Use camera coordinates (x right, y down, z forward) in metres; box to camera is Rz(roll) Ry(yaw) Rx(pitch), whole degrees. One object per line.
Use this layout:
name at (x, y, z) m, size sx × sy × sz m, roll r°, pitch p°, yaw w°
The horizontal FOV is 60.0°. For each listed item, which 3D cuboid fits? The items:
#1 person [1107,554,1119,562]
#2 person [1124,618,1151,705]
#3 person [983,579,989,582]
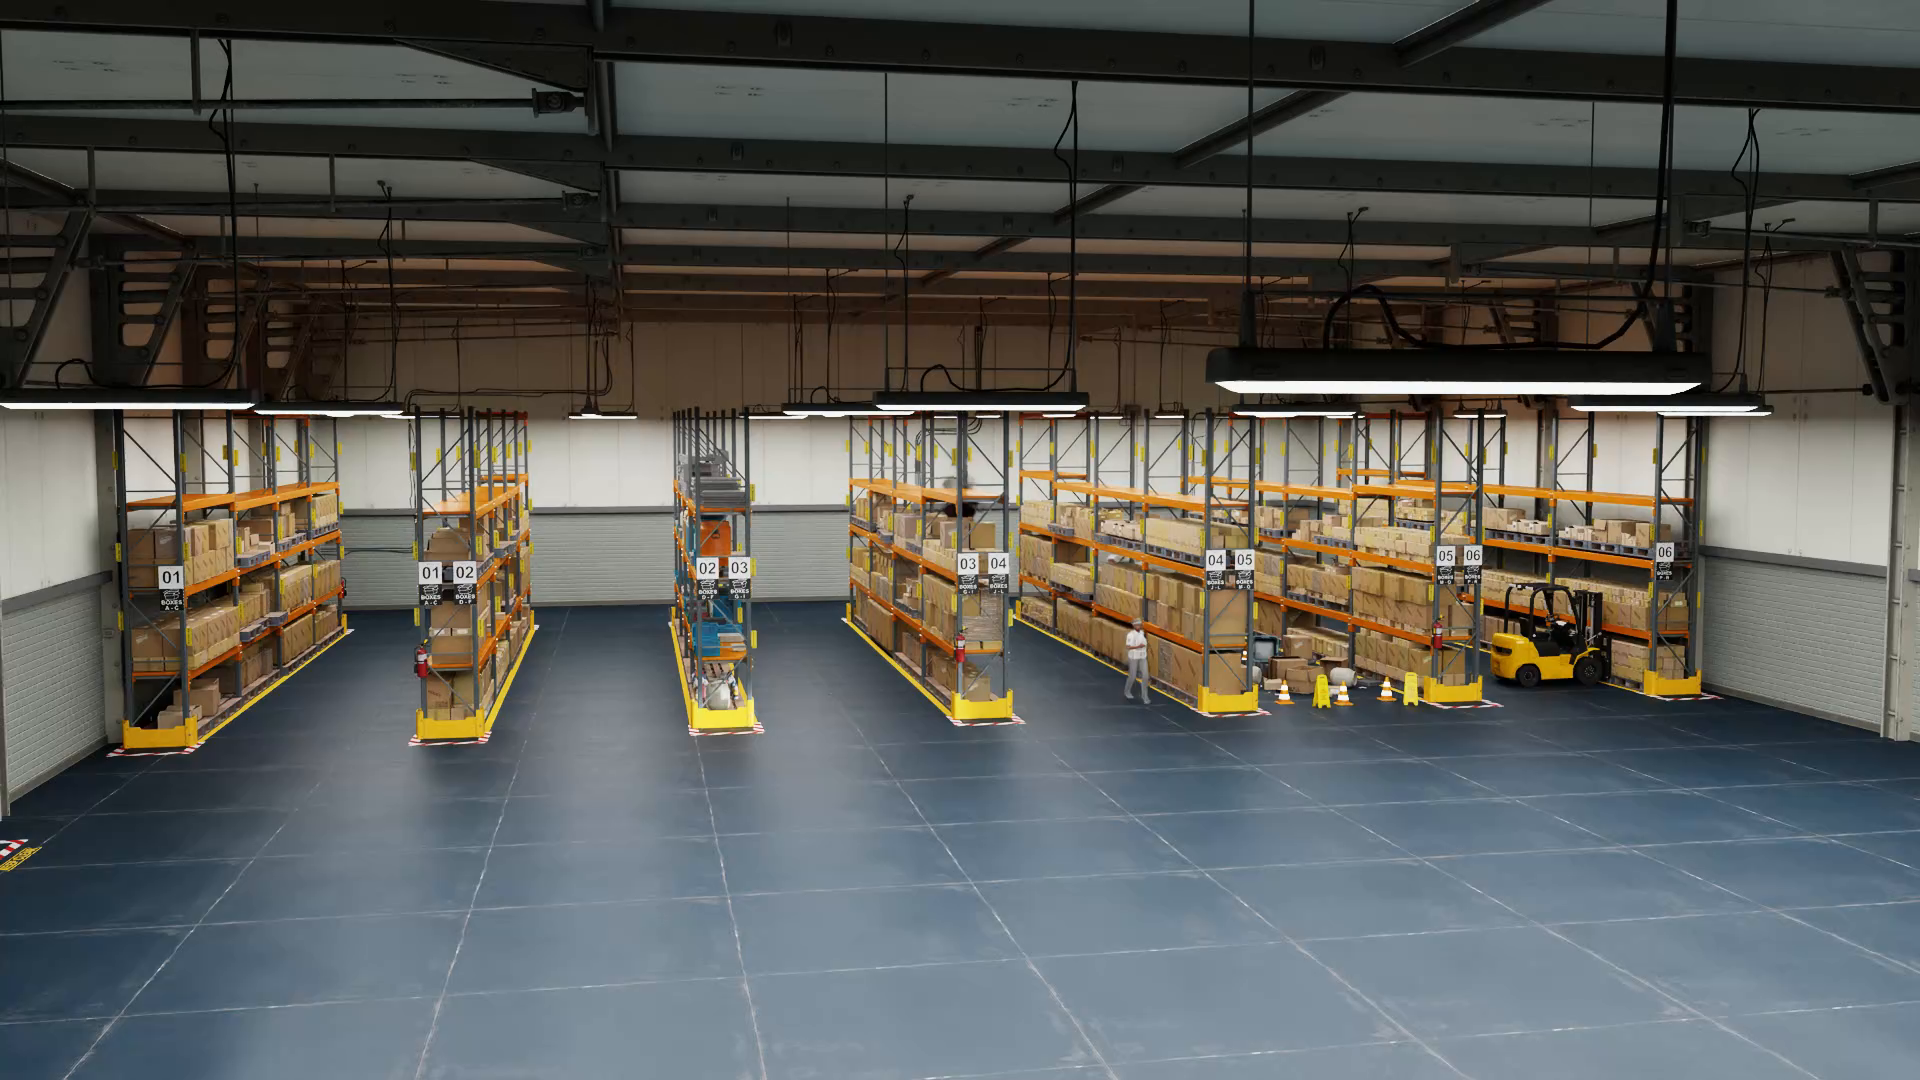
person at (4.963, 1.292, 50.661) m, size 1.048 × 1.740 × 0.724 m, roll -1°, pitch 4°, yaw -15°
person at (3.622, 2.450, 33.967) m, size 0.566 × 1.741 × 0.772 m, roll -2°, pitch 4°, yaw -25°
person at (0.768, 1.546, 46.810) m, size 0.700 × 1.740 × 0.645 m, roll -1°, pitch 4°, yaw -10°
